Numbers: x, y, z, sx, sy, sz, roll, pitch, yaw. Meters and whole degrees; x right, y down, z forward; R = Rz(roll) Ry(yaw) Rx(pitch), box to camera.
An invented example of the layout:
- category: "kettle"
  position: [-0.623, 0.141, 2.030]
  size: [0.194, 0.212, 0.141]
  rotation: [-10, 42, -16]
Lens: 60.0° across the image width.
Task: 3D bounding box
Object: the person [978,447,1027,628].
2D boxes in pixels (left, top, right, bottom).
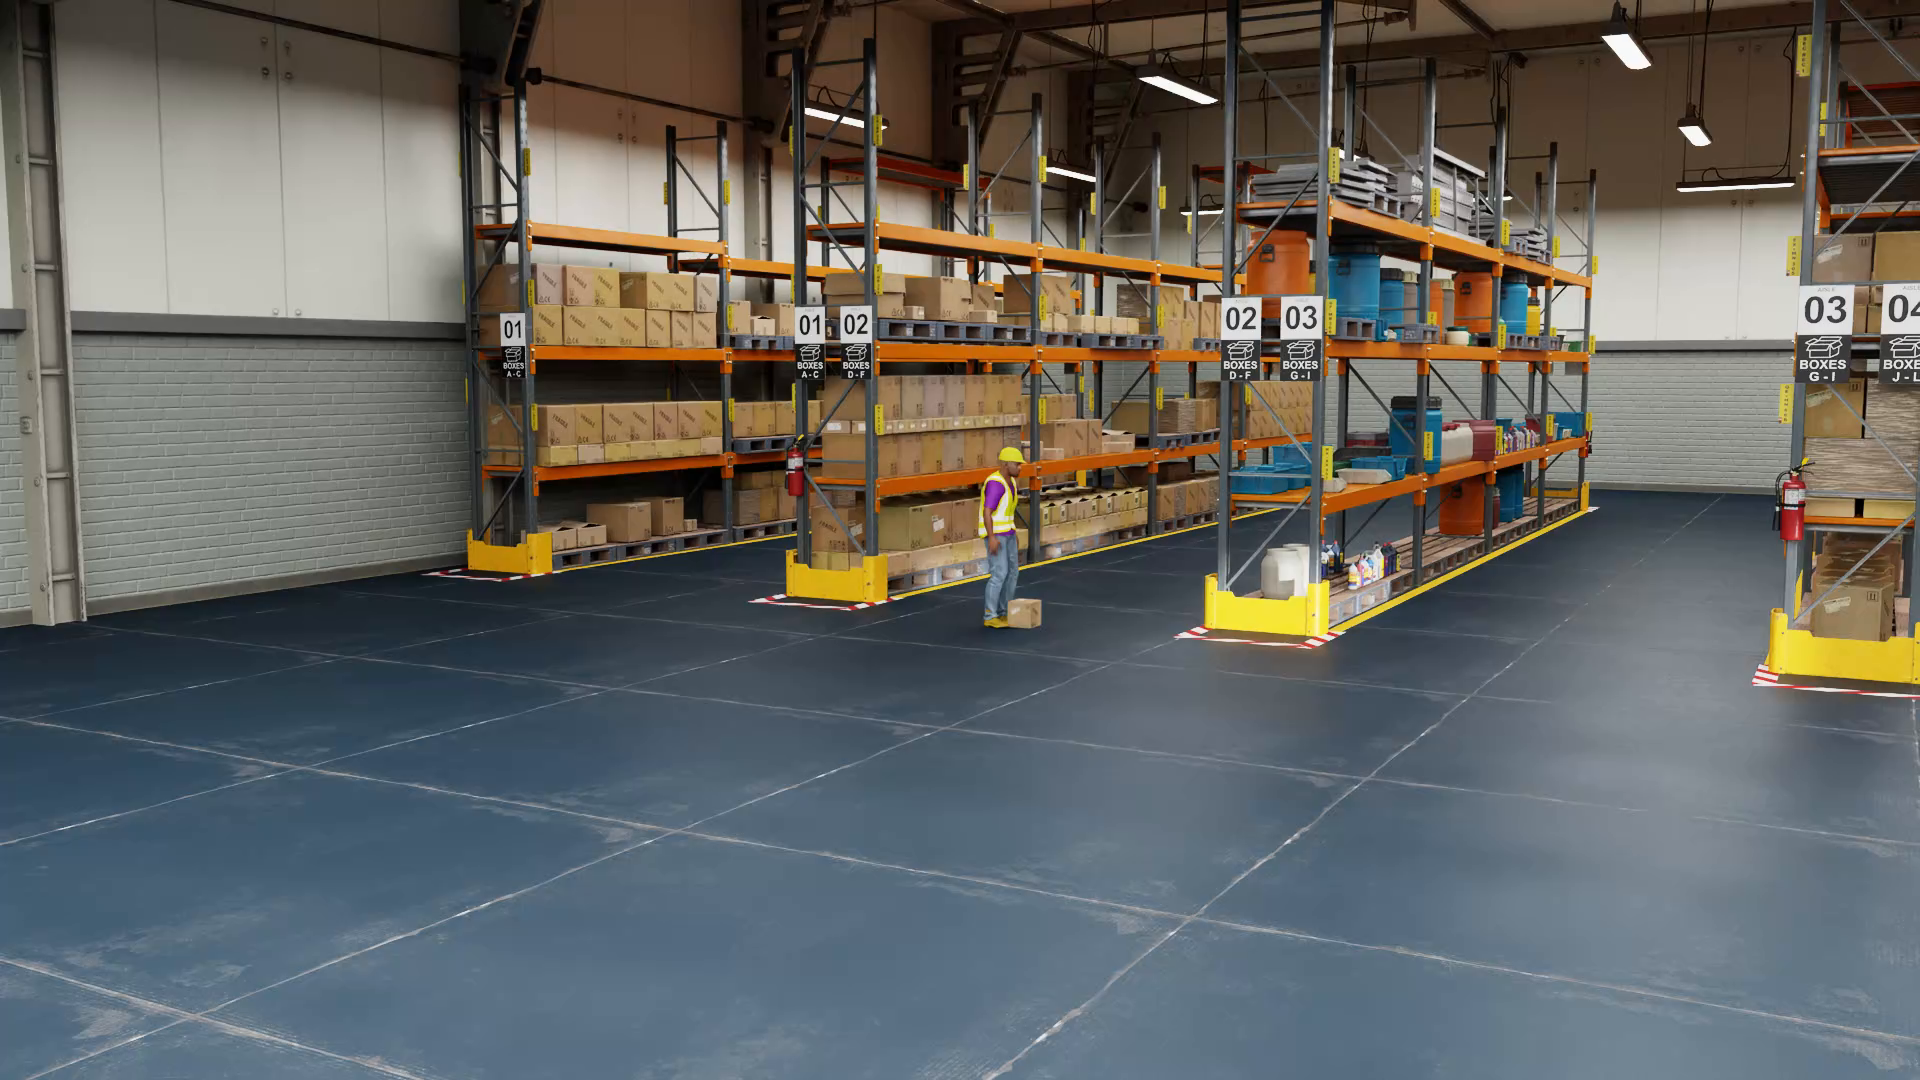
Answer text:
- category: "person"
  position: [0.428, -0.034, 16.411]
  size: [0.461, 1.755, 0.628]
  rotation: [3, 7, 25]
